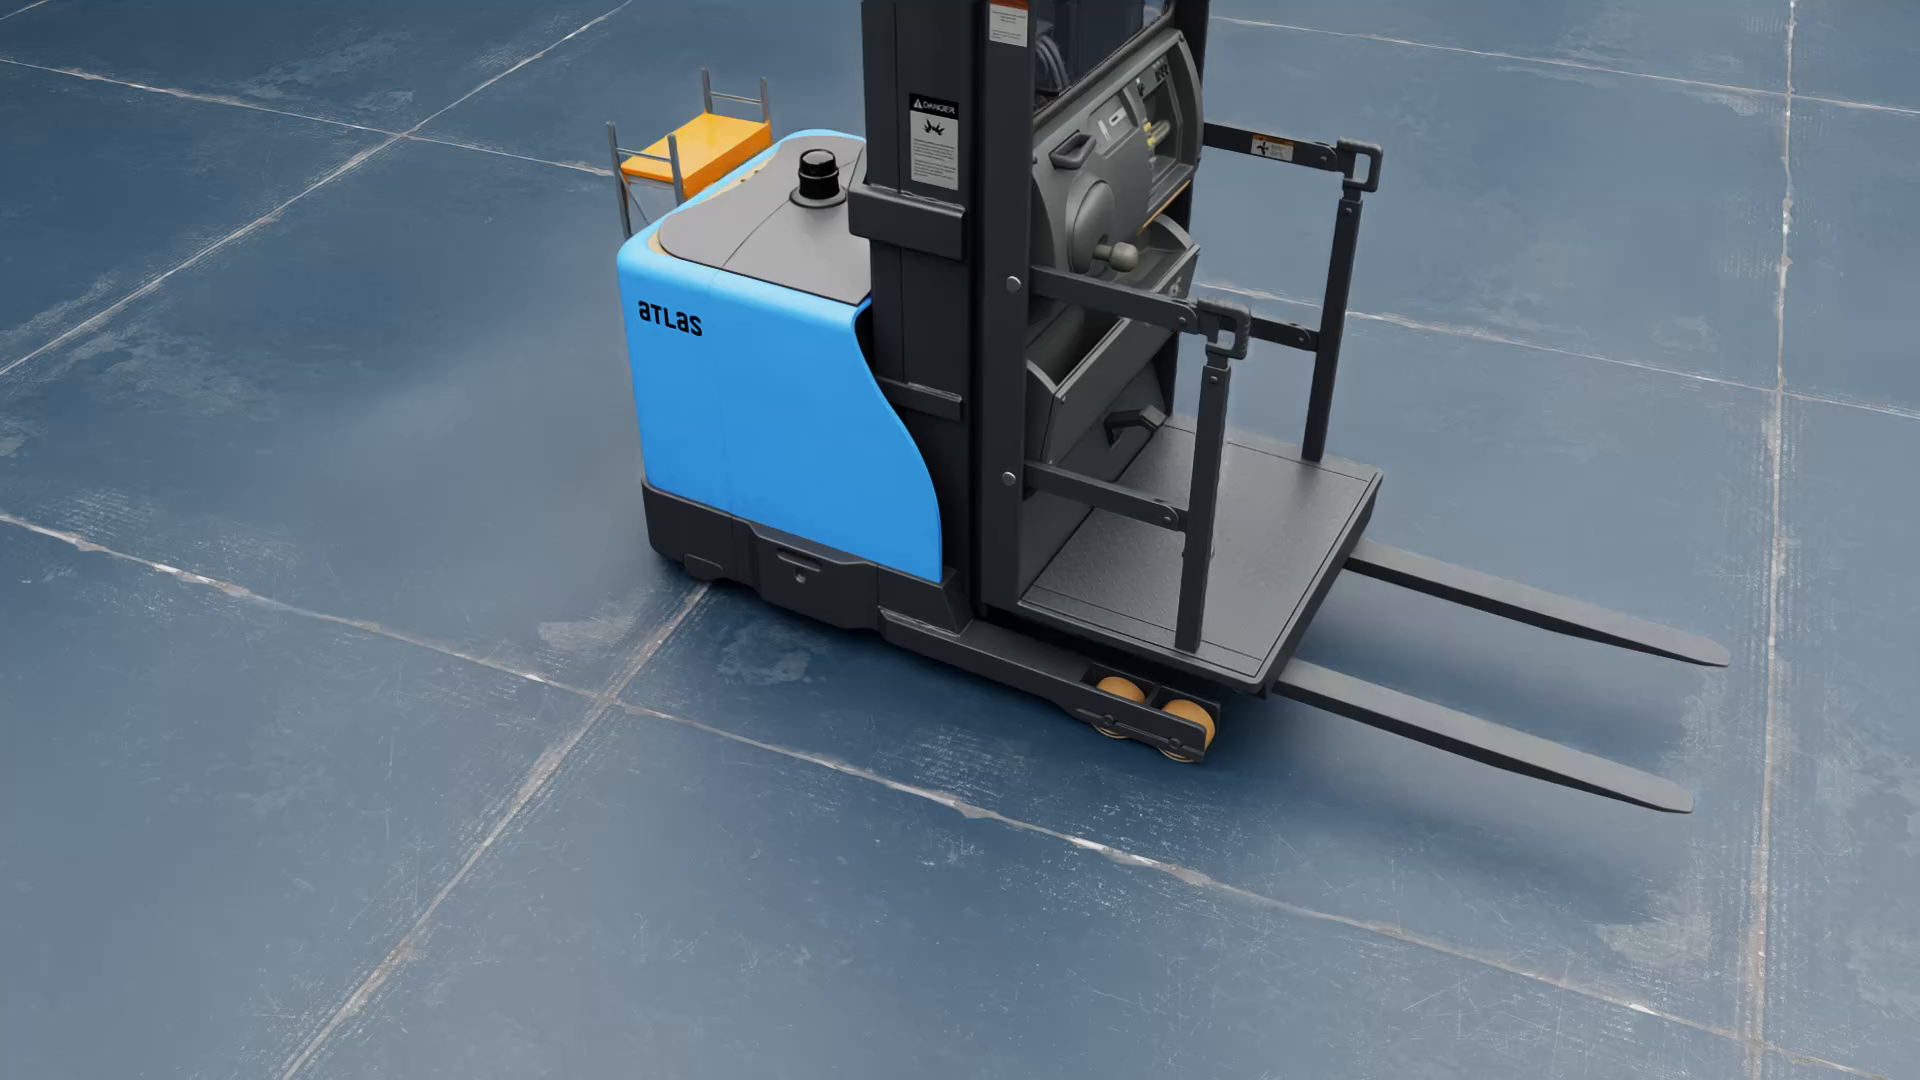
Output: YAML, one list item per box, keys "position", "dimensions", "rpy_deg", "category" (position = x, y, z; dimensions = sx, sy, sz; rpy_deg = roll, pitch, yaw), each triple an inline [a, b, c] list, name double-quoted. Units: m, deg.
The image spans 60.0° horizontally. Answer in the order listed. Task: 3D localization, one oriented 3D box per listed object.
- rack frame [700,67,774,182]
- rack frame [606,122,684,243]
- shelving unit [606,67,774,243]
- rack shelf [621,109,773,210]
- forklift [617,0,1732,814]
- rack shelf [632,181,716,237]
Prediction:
- position: [-0.690, -0.972, 5.540]
  dimensions: [0.240, 1.200, 0.015]
  rpy_deg: [16, 39, 23]
  category: "rack frame"
- position: [-0.913, -0.712, 5.193]
  dimensions: [0.240, 1.200, 0.015]
  rpy_deg: [16, 39, 23]
  category: "rack frame"
- position: [-0.802, -0.842, 5.367]
  dimensions: [0.258, 1.200, 0.503]
  rpy_deg: [16, 39, 23]
  category: "shelving unit"
- position: [-0.813, -1.160, 5.136]
  dimensions: [0.258, 0.148, 0.480]
  rpy_deg: [16, 39, 23]
  category: "rack shelf"
- position: [0.585, -0.945, 4.066]
  dimensions: [3.031, 2.935, 1.130]
  rpy_deg: [18, 40, 22]
  category: "forklift"
- position: [-0.806, -0.968, 5.275]
  dimensions: [0.258, 0.148, 0.480]
  rpy_deg: [16, 39, 23]
  category: "rack shelf"
